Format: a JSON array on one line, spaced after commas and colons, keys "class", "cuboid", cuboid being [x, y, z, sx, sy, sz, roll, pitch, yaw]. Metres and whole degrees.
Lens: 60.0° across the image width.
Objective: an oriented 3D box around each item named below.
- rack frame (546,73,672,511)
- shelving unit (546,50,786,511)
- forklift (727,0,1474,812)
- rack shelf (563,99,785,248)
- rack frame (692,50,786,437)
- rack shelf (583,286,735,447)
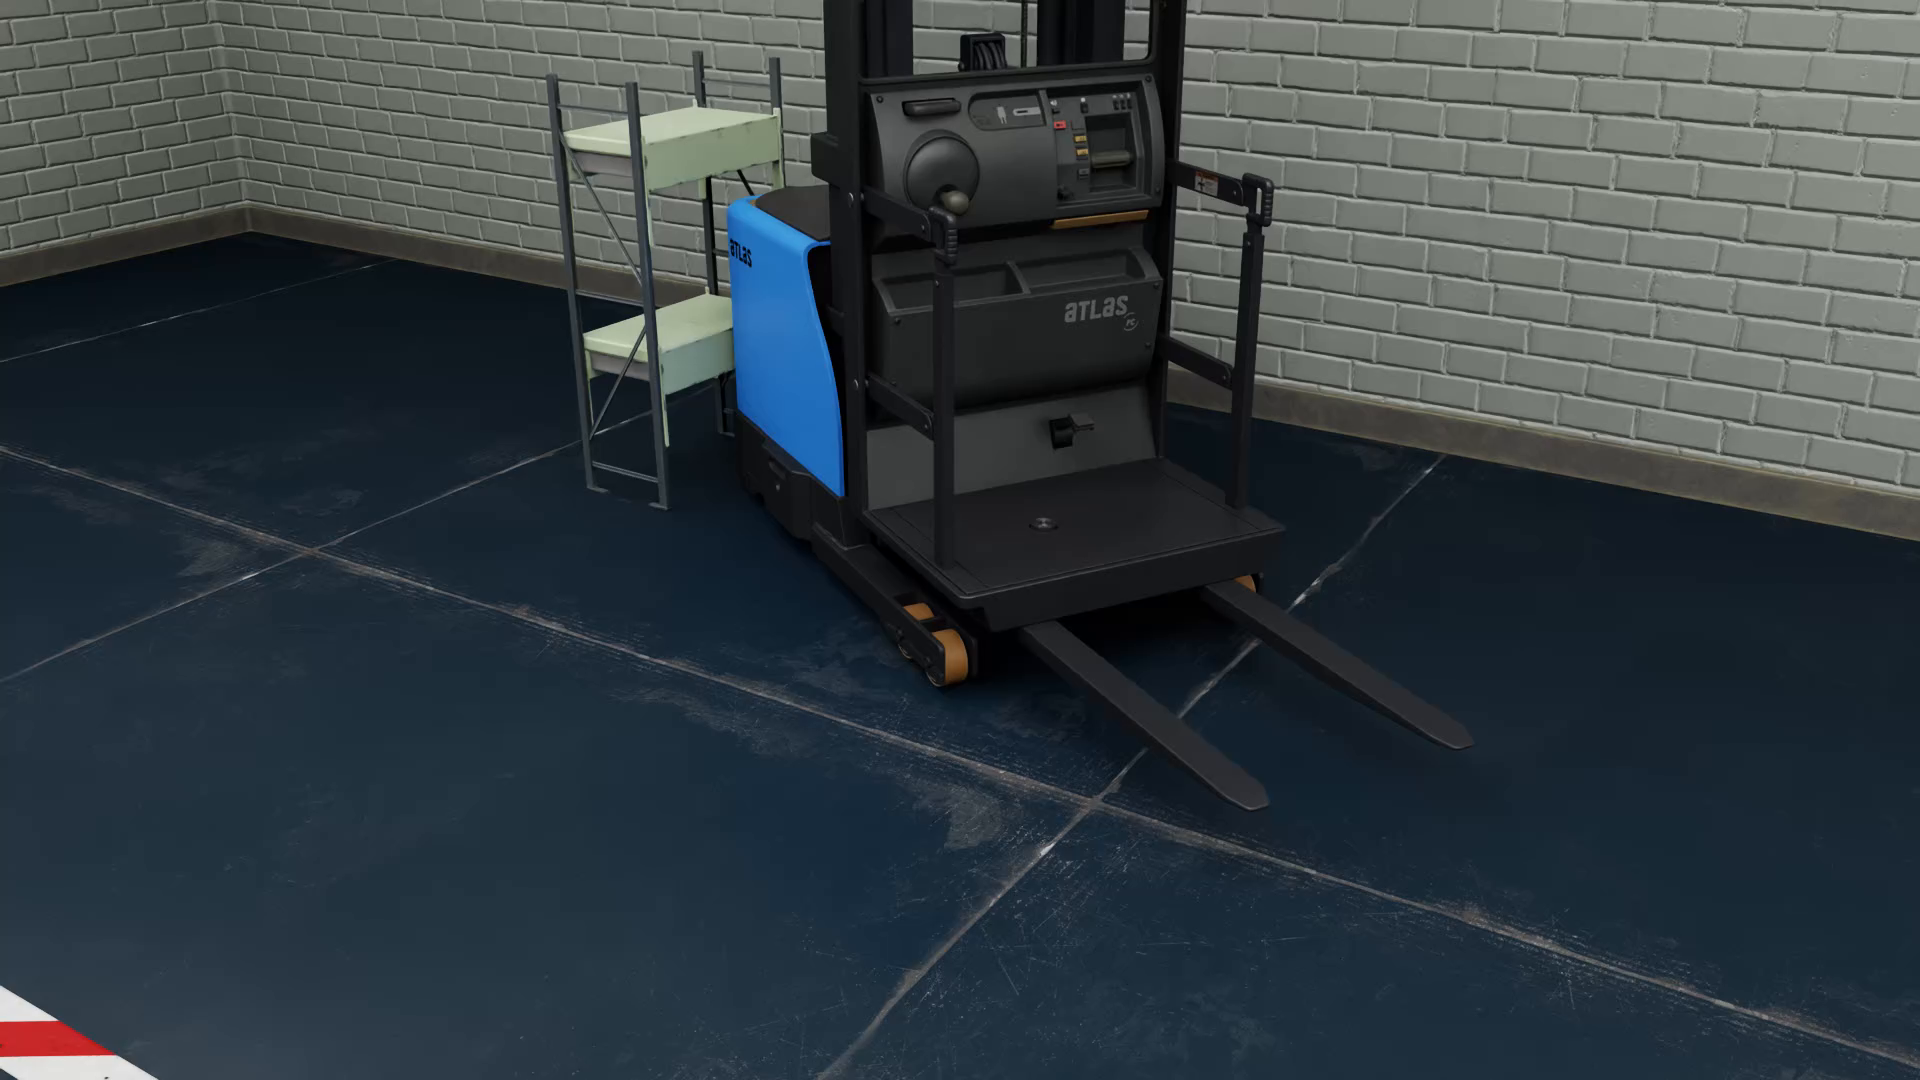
[{"class": "rack frame", "cuboid": [-1.218, -0.840, 5.798, 0.400, 1.500, 0.023, 14, 27, 31]}, {"class": "shelving unit", "cuboid": [-1.017, -0.961, 6.078, 0.431, 1.500, 0.755, 14, 27, 31]}, {"class": "forklift", "cuboid": [0.278, -1.124, 4.657, 1.130, 2.935, 3.031, -11, 26, -24]}, {"class": "rack shelf", "cuboid": [-1.019, -1.320, 5.925, 0.431, 0.370, 0.720, 14, 27, 31]}, {"class": "rack frame", "cuboid": [-0.815, -1.083, 6.359, 0.400, 1.500, 0.023, 14, 27, 31]}, {"class": "rack shelf", "cuboid": [-1.015, -0.661, 6.207, 0.431, 0.370, 0.720, 14, 27, 31]}]
